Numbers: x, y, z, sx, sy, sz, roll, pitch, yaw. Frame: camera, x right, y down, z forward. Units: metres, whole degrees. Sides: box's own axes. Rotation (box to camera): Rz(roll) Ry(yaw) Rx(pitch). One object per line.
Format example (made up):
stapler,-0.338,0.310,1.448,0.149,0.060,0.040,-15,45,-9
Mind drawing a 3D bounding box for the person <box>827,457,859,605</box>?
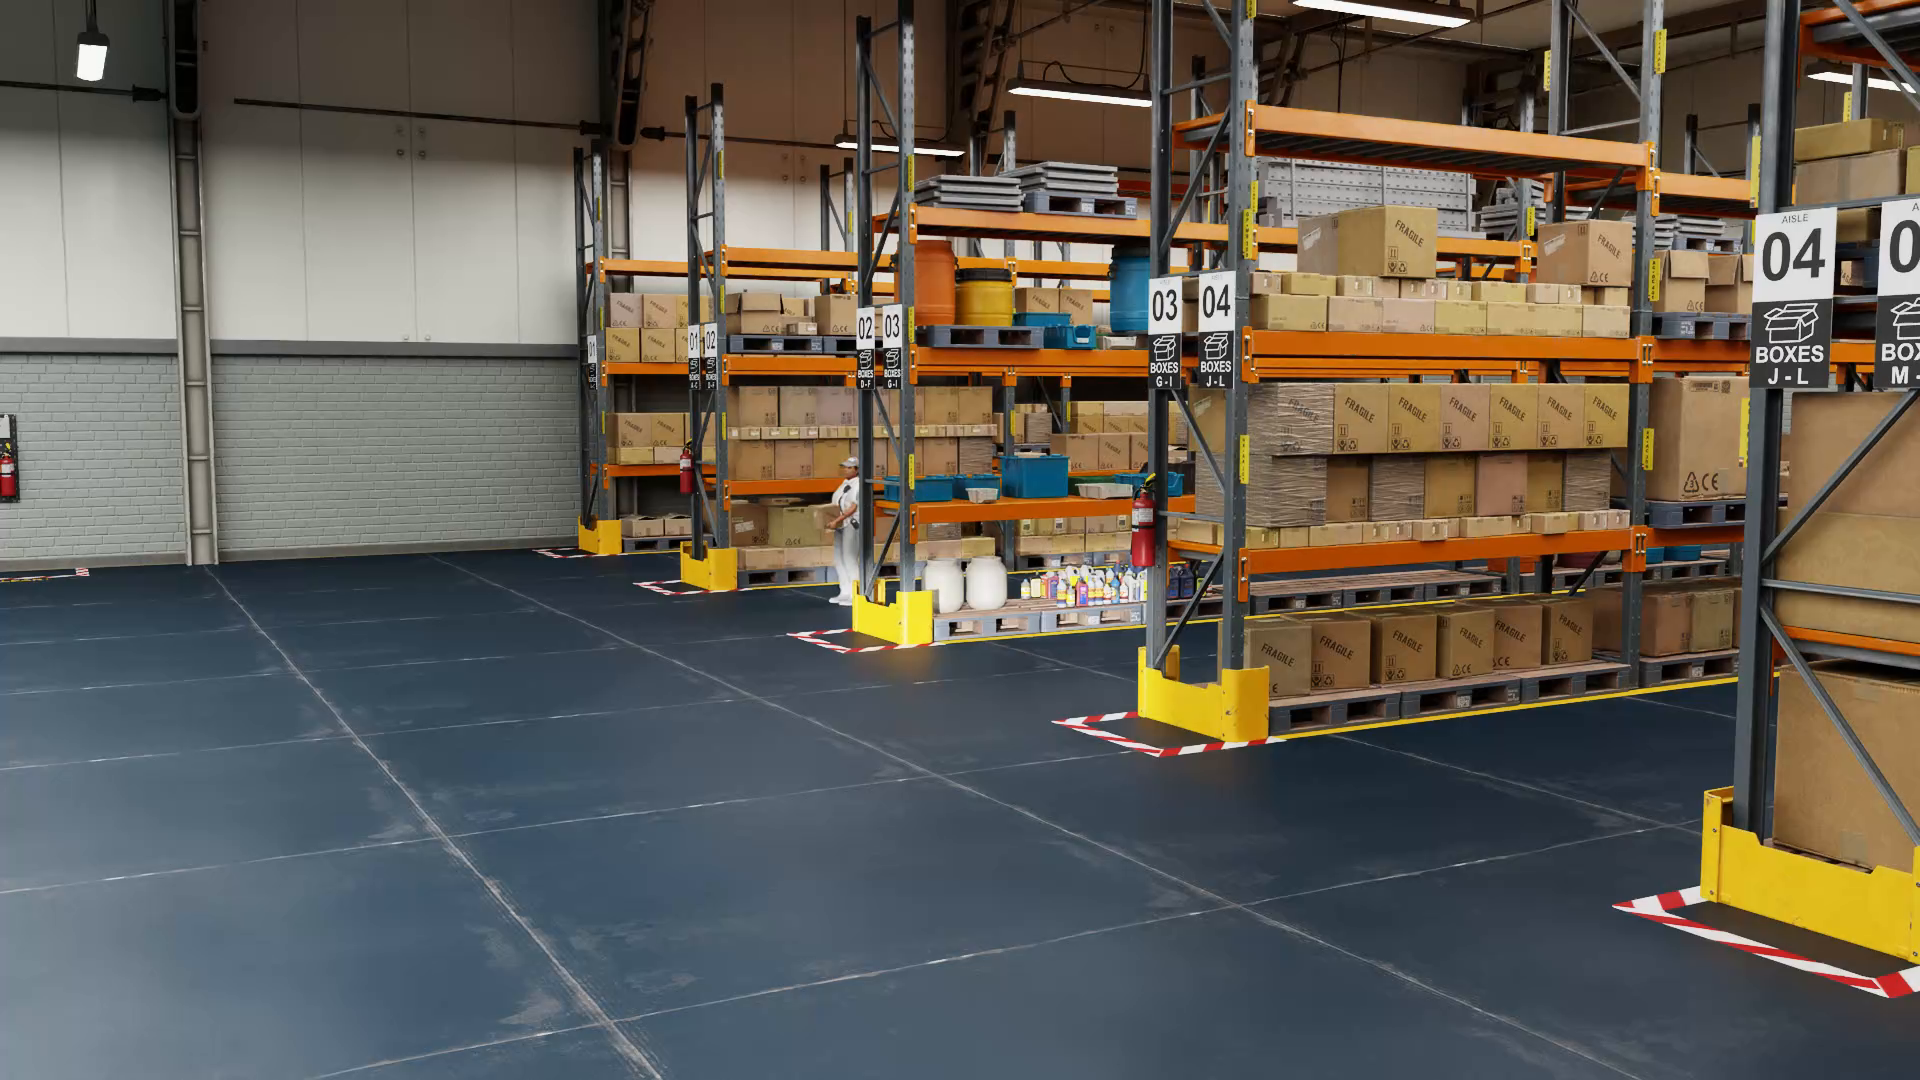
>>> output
person,-1.308,-0.105,18.714,0.535,1.653,0.453,-3,6,-29
